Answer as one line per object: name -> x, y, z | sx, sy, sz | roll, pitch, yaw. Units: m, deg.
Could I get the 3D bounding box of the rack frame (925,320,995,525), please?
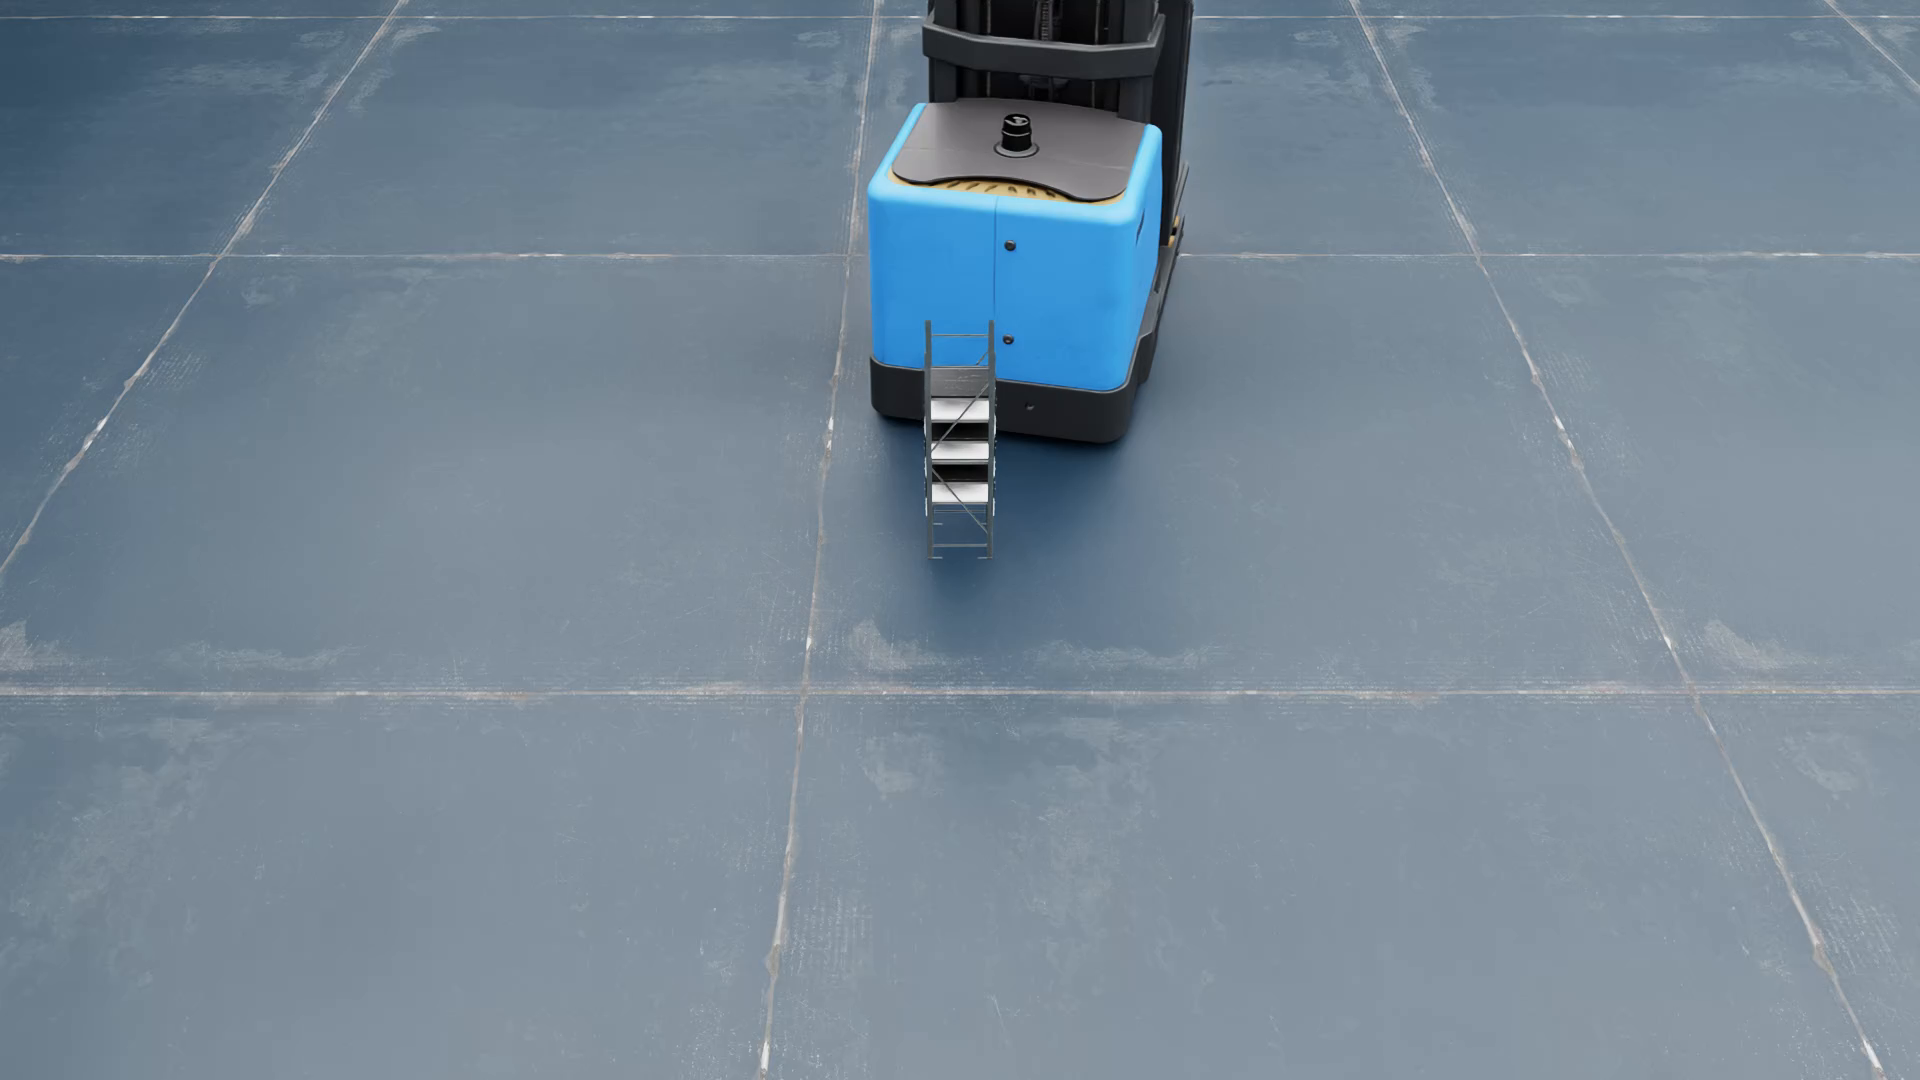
rack frame -> 0.000, -0.410, 6.042 | 0.240, 0.900, 0.006 | 0, 39, 0

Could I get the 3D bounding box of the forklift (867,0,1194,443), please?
forklift -> 0.461, -2.455, 6.970 | 1.130, 2.935, 3.031 | 8, 39, 10

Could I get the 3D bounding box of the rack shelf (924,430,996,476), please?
rack shelf -> 0.000, -0.320, 5.983 | 0.258, 0.077, 0.200 | 0, 39, 0

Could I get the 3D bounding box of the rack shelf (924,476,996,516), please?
rack shelf -> 0.000, -0.180, 6.096 | 0.258, 0.077, 0.200 | 0, 39, 0

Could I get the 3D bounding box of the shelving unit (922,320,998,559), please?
shelving unit -> 0.000, -0.346, 5.962 | 0.258, 0.900, 0.210 | 0, 39, 0

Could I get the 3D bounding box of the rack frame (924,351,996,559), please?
rack frame -> 0.000, -0.282, 5.883 | 0.240, 0.900, 0.006 | 0, 39, 0

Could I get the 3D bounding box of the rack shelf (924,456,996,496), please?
rack shelf -> 0.000, -0.250, 6.039 | 0.258, 0.077, 0.200 | 0, 39, 0

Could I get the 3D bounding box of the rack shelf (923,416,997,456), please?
rack shelf -> 0.000, -0.390, 5.927 | 0.258, 0.077, 0.200 | 0, 39, 0

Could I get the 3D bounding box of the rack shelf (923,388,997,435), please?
rack shelf -> 0.000, -0.461, 5.871 | 0.258, 0.077, 0.200 | 0, 39, 0

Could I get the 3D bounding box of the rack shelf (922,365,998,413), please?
rack shelf -> 0.000, -0.531, 5.814 | 0.258, 0.077, 0.200 | 0, 39, 0
